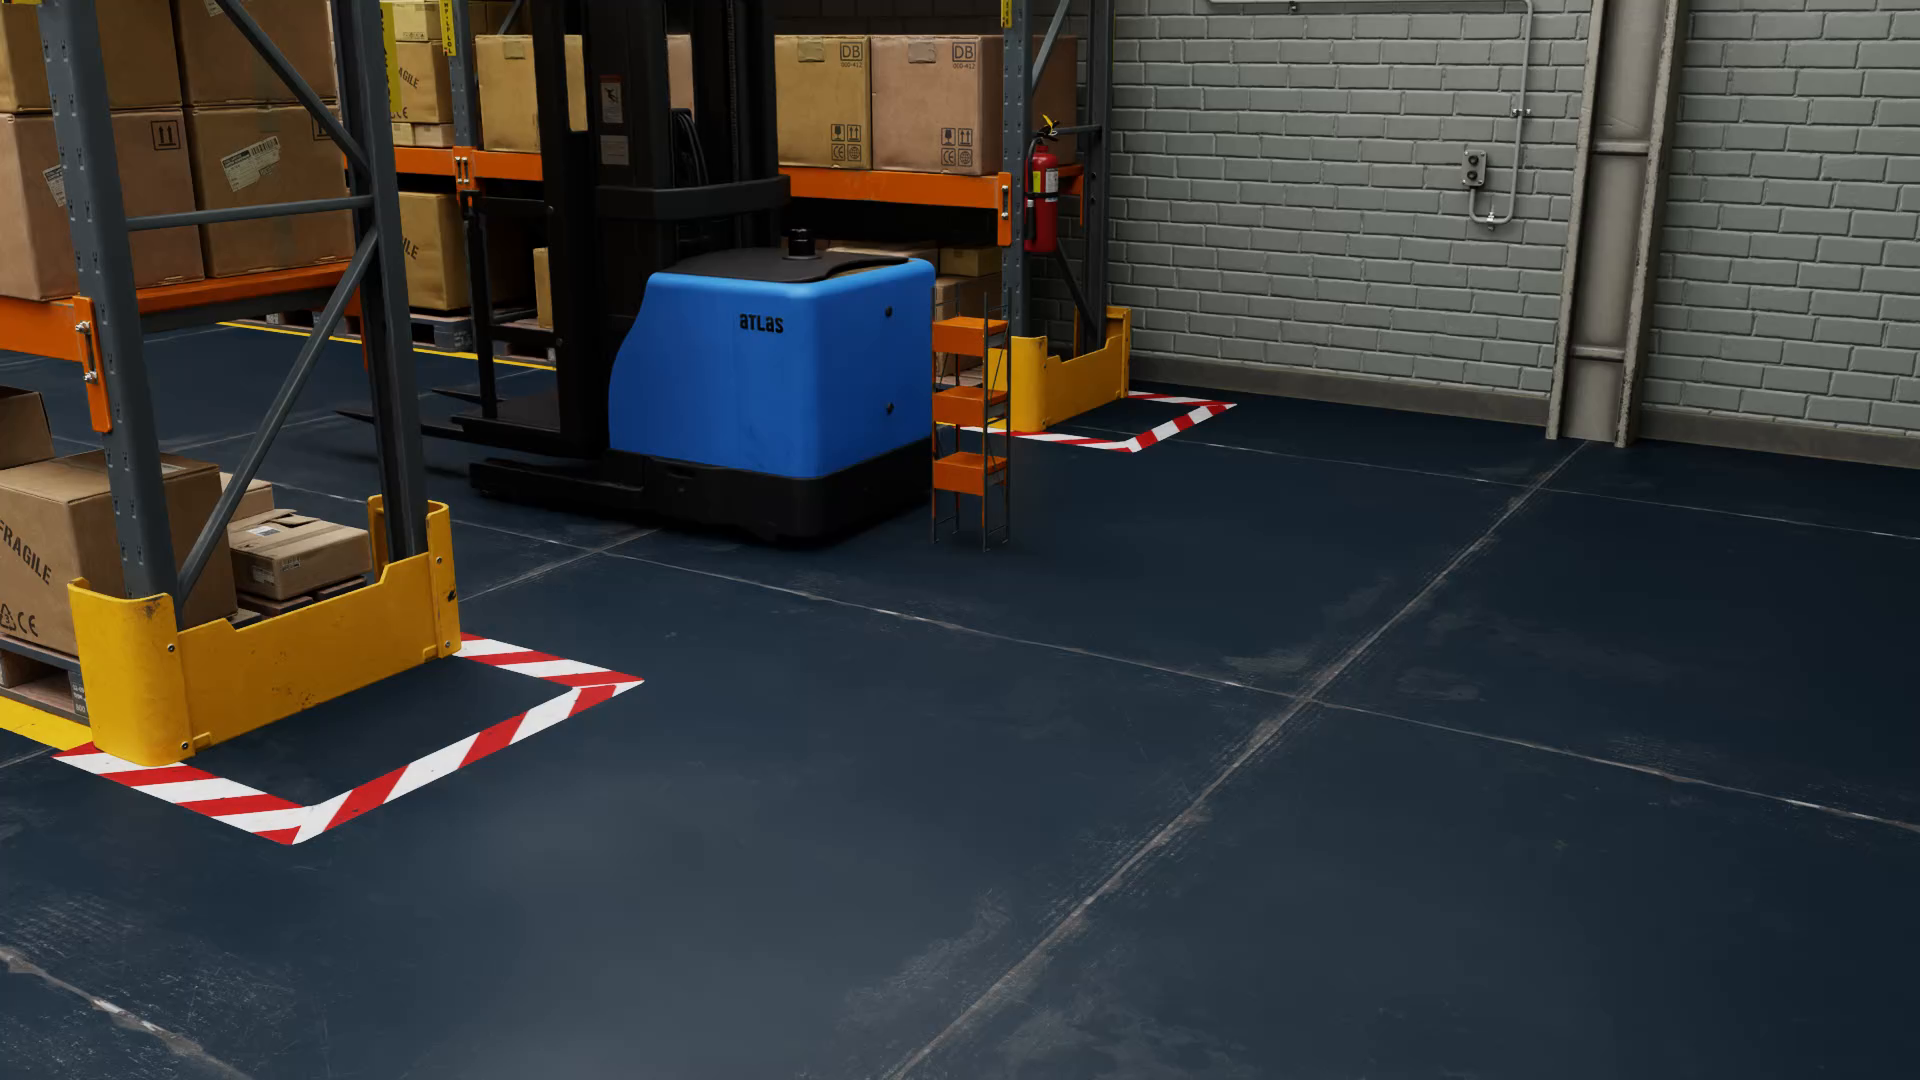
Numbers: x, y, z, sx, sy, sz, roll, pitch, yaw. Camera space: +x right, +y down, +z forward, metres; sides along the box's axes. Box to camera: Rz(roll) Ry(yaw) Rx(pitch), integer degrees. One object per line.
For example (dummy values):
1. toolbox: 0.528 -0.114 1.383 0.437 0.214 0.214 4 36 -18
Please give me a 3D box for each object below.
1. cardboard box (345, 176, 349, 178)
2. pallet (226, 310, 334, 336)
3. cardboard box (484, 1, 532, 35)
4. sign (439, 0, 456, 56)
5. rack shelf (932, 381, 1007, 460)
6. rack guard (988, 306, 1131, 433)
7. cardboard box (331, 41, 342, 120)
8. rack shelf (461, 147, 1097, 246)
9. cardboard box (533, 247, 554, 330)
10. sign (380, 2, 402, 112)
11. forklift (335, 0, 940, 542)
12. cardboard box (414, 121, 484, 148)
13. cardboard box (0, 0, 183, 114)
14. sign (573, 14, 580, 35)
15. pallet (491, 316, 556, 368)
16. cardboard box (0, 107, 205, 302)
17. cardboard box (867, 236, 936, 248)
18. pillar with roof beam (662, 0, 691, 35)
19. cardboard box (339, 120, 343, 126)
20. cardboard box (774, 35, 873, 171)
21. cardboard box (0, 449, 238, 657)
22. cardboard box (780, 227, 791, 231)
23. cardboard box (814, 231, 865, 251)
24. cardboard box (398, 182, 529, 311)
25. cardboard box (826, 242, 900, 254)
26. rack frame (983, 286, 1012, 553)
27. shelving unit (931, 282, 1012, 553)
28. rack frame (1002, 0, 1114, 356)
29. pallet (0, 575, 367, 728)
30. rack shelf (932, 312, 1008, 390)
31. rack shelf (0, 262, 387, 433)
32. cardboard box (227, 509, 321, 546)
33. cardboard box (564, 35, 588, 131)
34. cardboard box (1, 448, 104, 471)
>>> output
1. cardboard box: -4.987 -2.276 12.191 0.750 0.750 0.750 10 20 30
2. pallet: -4.621 -1.725 12.196 1.213 0.211 1.003 10 20 30
3. cardboard box: -3.135 -3.468 11.128 0.500 0.250 0.500 11 20 32
4. sign: -3.156 -3.155 10.251 0.005 0.325 0.100 10 20 30
5. rack shelf: 0.046 -0.484 6.705 0.240 0.259 0.215 10 20 30
6. rack guard: 0.549 -0.967 9.204 0.348 0.500 1.175 10 20 30
7. cardboard box: -3.845 -3.058 11.068 0.500 0.500 0.500 10 20 31
8. rack shelf: -1.176 -2.126 9.958 4.000 0.370 1.077 10 20 30
9. cardboard box: -2.296 -1.641 10.700 0.500 0.500 0.700 10 20 31
10. sign: -1.777 -1.488 5.128 0.005 0.325 0.100 10 20 30
11. forklift: -1.622 -1.689 7.398 3.031 2.935 1.130 10 19 29
12. cardboard box: -3.316 -2.646 10.827 0.250 0.149 0.380 10 20 31
13. cardboard box: -2.584 -1.465 4.650 0.500 0.500 0.500 10 20 30
14. sign: -2.591 -3.365 11.171 0.005 0.325 0.100 10 20 30
15. pallet: -2.273 -1.306 10.816 1.213 0.211 1.003 10 20 30
16. cardboard box: -2.585 -0.988 4.799 0.500 0.500 0.500 11 20 32
17. cardboard box: -0.341 -1.671 9.683 0.250 0.149 0.380 10 20 30
18. pillar with roof beam: -4.084 -4.687 6.828 0.400 9.000 9.100 10 20 30
19. cardboard box: -3.997 -2.754 11.185 0.250 0.149 0.380 10 20 30
20. cardboard box: -0.537 -2.493 9.411 0.700 0.700 0.980 10 20 30
21. cardboard box: -2.653 0.025 5.182 0.500 0.500 0.500 10 20 30
22. cardboard box: -1.206 -1.825 10.190 0.250 0.149 0.380 10 19 29
23. cardboard box: -0.771 -1.747 9.935 0.250 0.149 0.380 10 20 31
24. cardboard box: -3.502 -2.014 11.326 0.750 0.750 0.750 10 20 31
25. cardboard box: -0.543 -1.577 9.372 0.250 0.149 0.380 11 20 32
26. rack frame: 0.150 -0.476 6.641 0.008 1.050 0.200 10 20 30
27. shelving unit: 0.046 -0.494 6.702 0.252 1.050 0.215 10 20 30
28. rack frame: 0.529 -2.166 8.852 0.127 3.000 1.000 10 20 30
29. pallet: -2.805 0.263 5.653 1.213 0.211 1.003 10 20 30
30. rack shelf: 0.046 -0.756 6.622 0.240 0.259 0.215 10 20 30
31. rack shelf: -3.765 -0.899 5.918 4.000 0.370 1.077 10 20 30
32. cardboard box: -2.451 0.019 5.775 0.250 0.166 0.380 10 20 30
33. cardboard box: -1.807 -2.719 10.157 0.700 0.700 0.980 10 19 29
34. cardboard box: -3.228 -0.139 6.152 0.500 0.250 0.500 10 20 30
